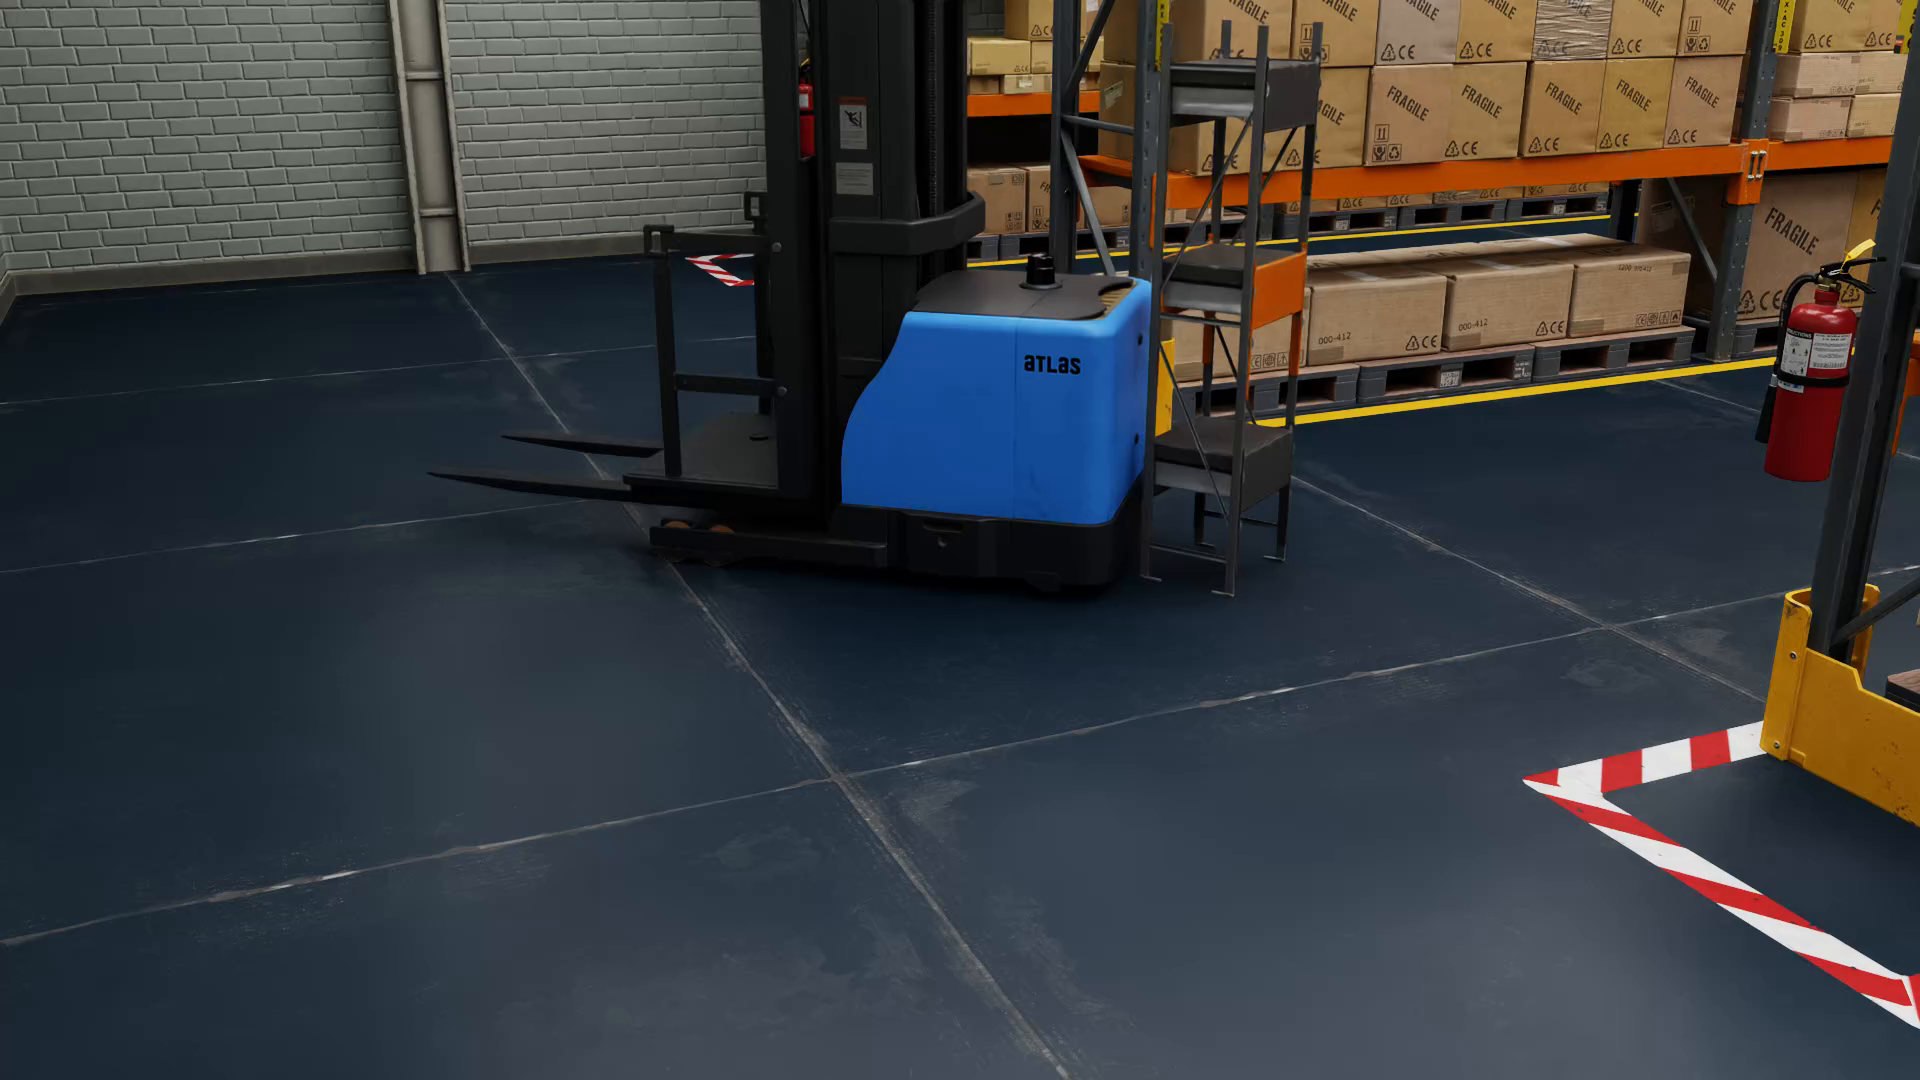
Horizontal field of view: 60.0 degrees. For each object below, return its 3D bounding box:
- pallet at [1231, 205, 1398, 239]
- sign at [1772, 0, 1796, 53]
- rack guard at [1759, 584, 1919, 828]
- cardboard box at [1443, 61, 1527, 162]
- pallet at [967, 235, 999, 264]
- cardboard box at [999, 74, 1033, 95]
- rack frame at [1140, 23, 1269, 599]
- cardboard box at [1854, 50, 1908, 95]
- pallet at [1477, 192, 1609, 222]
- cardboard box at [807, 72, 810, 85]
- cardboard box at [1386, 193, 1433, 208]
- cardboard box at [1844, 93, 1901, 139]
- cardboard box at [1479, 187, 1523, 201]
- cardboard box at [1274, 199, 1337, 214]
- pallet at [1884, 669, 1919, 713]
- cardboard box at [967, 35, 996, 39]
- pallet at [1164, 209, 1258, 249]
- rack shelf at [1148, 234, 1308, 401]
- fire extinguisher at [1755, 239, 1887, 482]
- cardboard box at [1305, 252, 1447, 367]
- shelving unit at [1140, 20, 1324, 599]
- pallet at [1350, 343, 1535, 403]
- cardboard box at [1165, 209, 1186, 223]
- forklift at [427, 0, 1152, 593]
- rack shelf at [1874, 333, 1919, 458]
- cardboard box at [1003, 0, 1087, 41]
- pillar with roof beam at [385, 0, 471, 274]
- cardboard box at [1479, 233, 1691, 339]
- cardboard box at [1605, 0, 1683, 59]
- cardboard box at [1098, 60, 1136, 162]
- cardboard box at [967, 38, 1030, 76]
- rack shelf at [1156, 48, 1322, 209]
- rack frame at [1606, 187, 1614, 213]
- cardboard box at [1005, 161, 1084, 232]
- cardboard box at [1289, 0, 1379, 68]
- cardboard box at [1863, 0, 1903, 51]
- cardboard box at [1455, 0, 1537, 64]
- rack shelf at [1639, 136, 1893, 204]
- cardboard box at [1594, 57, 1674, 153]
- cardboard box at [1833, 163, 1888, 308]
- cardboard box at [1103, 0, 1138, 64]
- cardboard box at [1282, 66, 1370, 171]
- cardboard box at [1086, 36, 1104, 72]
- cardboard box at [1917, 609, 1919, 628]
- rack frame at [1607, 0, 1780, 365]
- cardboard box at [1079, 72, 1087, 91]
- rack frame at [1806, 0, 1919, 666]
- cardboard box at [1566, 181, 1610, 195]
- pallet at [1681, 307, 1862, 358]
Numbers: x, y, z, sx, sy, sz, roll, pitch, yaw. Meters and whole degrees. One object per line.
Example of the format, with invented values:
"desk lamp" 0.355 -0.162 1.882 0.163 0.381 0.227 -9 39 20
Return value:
"pallet" 3.174 -2.949 15.080 1.213 0.211 1.003 -8 21 -22
"sign" 4.633 -2.910 9.346 0.005 0.325 0.100 -8 21 -22
"rack guard" 2.862 0.559 4.683 0.348 0.500 1.175 -8 21 -22
"cardboard box" 2.675 -2.337 8.992 0.500 0.500 0.500 -7 21 -20
"pallet" -0.429 -2.420 13.576 1.213 0.211 1.003 -8 21 -22
"cardboard box" 0.383 -3.615 13.151 0.250 0.149 0.380 -9 21 -23
"rack frame" 0.885 -0.806 6.140 0.400 2.100 0.015 12 23 31
"cardboard box" 5.395 -2.847 10.064 0.500 0.250 0.500 -8 21 -21
"pallet" 5.415 -3.270 15.992 1.213 0.211 1.003 -8 21 -22
"cardboard box" -1.032 -3.627 13.184 0.250 0.149 0.380 -8 21 -23
"cardboard box" 3.921 -3.297 15.002 0.500 0.500 0.500 -9 21 -24
"cardboard box" 5.395 -2.608 10.138 0.500 0.250 0.500 -9 21 -23
"cardboard box" 4.869 -3.438 15.401 0.500 0.500 0.500 -7 21 -20
"cardboard box" 2.976 -3.160 14.612 0.500 0.500 0.500 -7 21 -20
"pallet" 3.622 0.599 5.004 1.213 0.211 1.003 -8 21 -22
"cardboard box" 0.017 -3.962 13.536 0.500 0.250 0.500 -7 21 -20
"pallet" 1.811 -2.741 14.488 1.213 0.211 1.003 -8 21 -22
"rack shelf" 1.020 -0.859 6.337 0.431 0.518 0.480 12 23 31
"fire extinguisher" 2.379 -0.506 4.620 0.183 0.674 0.296 -8 21 -22
"cardboard box" 2.143 -1.336 9.527 0.875 0.438 0.875 -8 21 -20
"shelving unit" 1.020 -0.872 6.332 0.431 2.100 0.503 12 23 31
"pallet" 2.561 -1.080 9.770 1.213 0.211 1.003 -8 21 -22
"cardboard box" 1.719 -2.845 14.069 0.258 0.266 0.396 -7 21 -20
"forklift" -0.759 -1.435 6.685 3.031 2.935 1.130 5 20 15
"rack shelf" 4.629 -0.534 5.106 4.000 0.370 1.077 -8 21 -22
"cardboard box" 0.670 -4.218 13.134 0.500 0.500 0.500 -8 21 -21
"pillar with roof beam" -2.358 -5.057 7.835 0.400 9.000 9.100 -8 21 -22
"cardboard box" 3.793 -1.573 10.197 0.875 0.438 0.875 -8 21 -23
"cardboard box" 3.619 -2.941 9.202 0.500 0.500 0.500 -8 21 -23
"cardboard box" 1.077 -2.298 8.881 0.500 0.500 0.500 -8 21 -22
"cardboard box" 0.220 -3.801 13.079 0.500 0.250 0.500 -9 21 -23
"rack shelf" 1.023 -1.521 6.108 0.431 0.518 0.480 12 23 31
"rack frame" 6.115 -4.672 15.775 0.127 3.000 1.000 -8 21 -22
"cardboard box" 0.694 -2.830 13.675 0.500 0.500 0.500 -8 21 -21
"cardboard box" 1.764 -2.672 8.438 0.500 0.500 0.500 -9 21 -23
"cardboard box" 5.386 -3.197 9.930 0.500 0.500 0.500 -8 21 -22
"cardboard box" 2.692 -2.808 8.824 0.500 0.500 0.500 -8 21 -22
"rack shelf" 6.248 -2.557 10.850 4.000 0.370 1.077 -8 21 -22
"cardboard box" 3.617 -2.472 9.375 0.500 0.500 0.500 -9 21 -23
"cardboard box" 5.776 -2.056 10.911 0.875 0.875 0.875 -8 21 -20
"cardboard box" 1.088 -2.761 8.692 0.500 0.500 0.500 -7 21 -20
"cardboard box" 1.747 -2.204 8.616 0.500 0.500 0.500 -8 21 -23
"cardboard box" 1.154 -3.942 13.480 0.500 0.250 0.500 -8 21 -22
"cardboard box" 3.164 0.239 5.038 0.250 0.149 0.380 -9 21 -23
"rack frame" 4.412 -2.633 9.983 0.127 3.000 1.000 -8 21 -22
"cardboard box" 0.826 -3.711 13.423 0.250 0.149 0.380 -8 21 -22
"rack frame" 2.793 -0.610 4.239 0.127 3.000 1.000 -8 21 -22
"cardboard box" 5.812 -3.570 15.776 0.500 0.500 0.500 -8 21 -20
"pallet" 5.091 -1.442 10.800 1.213 0.211 1.003 -8 21 -22
